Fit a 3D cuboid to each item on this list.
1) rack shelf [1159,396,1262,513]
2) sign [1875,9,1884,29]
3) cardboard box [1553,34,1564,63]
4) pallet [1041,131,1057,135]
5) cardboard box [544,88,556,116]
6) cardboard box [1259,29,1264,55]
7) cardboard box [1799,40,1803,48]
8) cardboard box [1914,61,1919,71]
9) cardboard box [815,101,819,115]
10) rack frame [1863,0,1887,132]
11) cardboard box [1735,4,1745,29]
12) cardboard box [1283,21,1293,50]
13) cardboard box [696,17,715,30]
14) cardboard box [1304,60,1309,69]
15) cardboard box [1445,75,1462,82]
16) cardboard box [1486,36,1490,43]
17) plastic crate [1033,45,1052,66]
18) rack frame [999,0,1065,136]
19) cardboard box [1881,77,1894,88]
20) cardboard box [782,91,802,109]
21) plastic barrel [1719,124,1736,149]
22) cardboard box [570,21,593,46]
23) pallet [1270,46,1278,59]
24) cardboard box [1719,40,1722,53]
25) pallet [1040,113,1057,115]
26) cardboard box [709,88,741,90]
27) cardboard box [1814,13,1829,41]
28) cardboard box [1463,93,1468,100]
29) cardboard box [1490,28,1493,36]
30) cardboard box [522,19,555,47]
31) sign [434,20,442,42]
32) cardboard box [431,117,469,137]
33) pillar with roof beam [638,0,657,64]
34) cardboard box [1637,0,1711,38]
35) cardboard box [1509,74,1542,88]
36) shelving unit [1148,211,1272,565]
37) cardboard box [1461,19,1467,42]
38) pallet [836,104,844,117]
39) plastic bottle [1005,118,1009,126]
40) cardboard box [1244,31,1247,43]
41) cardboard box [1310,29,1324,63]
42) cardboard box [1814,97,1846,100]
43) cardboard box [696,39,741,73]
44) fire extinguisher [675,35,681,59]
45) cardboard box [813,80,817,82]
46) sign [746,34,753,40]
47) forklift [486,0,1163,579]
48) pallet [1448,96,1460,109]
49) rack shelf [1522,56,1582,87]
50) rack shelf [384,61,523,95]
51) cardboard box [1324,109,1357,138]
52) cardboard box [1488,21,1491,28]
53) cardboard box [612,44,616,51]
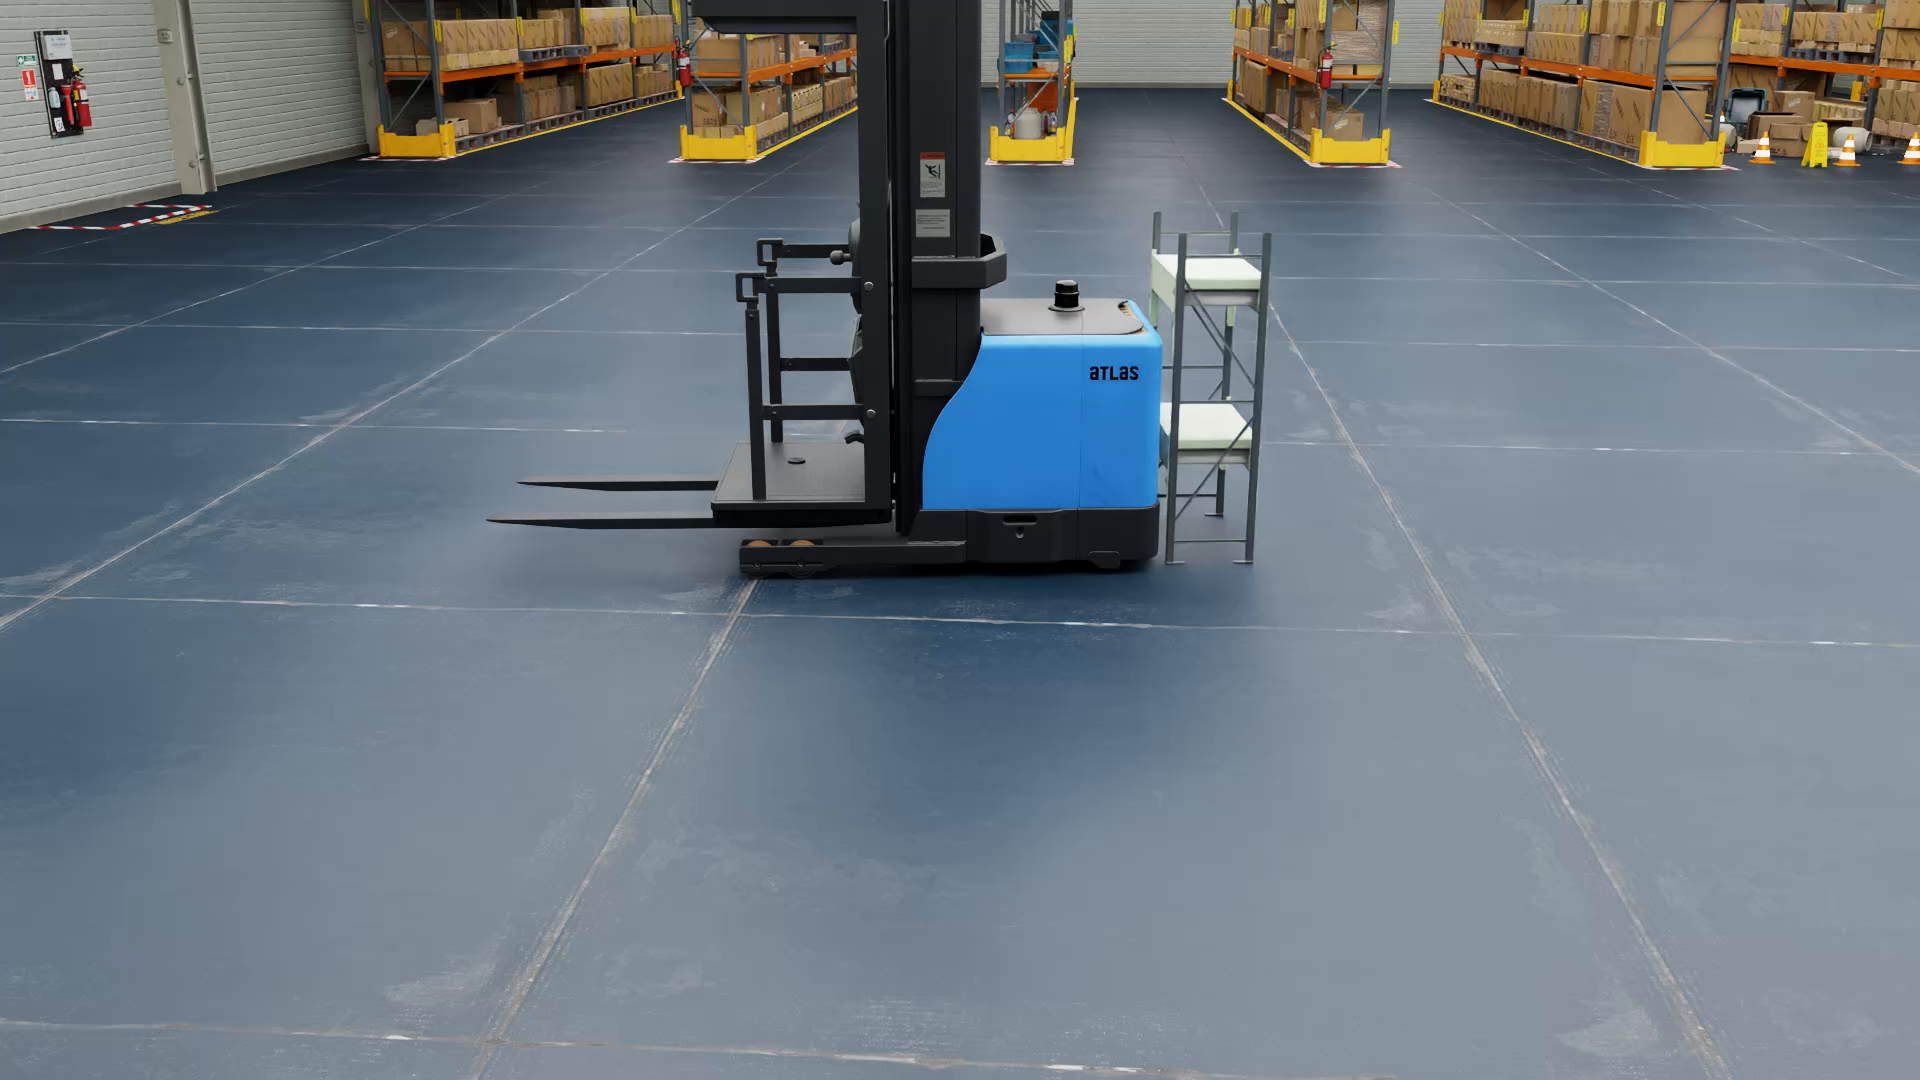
[{"bbox_3d":[1.125,-0.410,7.814,0.431,0.370,0.720,-1,18,-2],"label":"rack shelf"},{"bbox_3d":[15.664,-8.876,28.335,0.100,0.325,0.005,1,18,4],"label":"sign"},{"bbox_3d":[11.116,-8.923,30.178,0.500,0.500,0.500,1,18,4],"label":"cardboard box"},{"bbox_3d":[1.303,-7.114,29.294,1.003,0.211,1.213,1,18,4],"label":"pallet"},{"bbox_3d":[-8.362,-8.594,32.641,0.700,0.500,0.500,1,18,4],"label":"cardboard box"},{"bbox_3d":[6.484,-10.301,34.381,0.500,0.500,0.500,1,18,2],"label":"cardboard box"},{"bbox_3d":[16.242,-9.453,31.685,0.380,0.149,0.250,0,18,1],"label":"cardboard box"},{"bbox_3d":[15.774,-7.708,27.032,0.380,0.149,0.250,1,18,4],"label":"cardboard box"},{"bbox_3d":[-3.088,-8.564,32.985,0.500,0.250,0.500,1,18,3],"label":"cardboard box"},{"bbox_3d":[16.218,-8.315,28.481,1.000,3.000,0.127,1,18,4],"label":"rack frame"},{"bbox_3d":[16.426,-10.877,34.536,0.500,0.500,0.500,1,18,3],"label":"cardboard box"},{"bbox_3d":[6.365,-9.325,30.724,0.797,0.503,0.637,3,18,10],"label":"cardboard box"},{"bbox_3d":[-3.784,-8.341,26.318,0.700,0.500,0.500,1,18,4],"label":"cardboard box"},{"bbox_3d":[5.924,-7.890,27.589,0.380,0.149,0.250,1,18,4],"label":"cardboard box"},{"bbox_3d":[11.711,-10.929,39.409,0.380,0.149,0.250,1,18,4],"label":"cardboard box"},{"bbox_3d":[11.287,-10.526,34.958,0.380,0.149,0.250,0,18,1],"label":"cardboard box"},{"bbox_3d":[1.229,-8.457,29.016,0.767,0.338,0.504,1,18,4],"label":"plastic crate"},{"bbox_3d":[1.106,-7.404,25.702,1.000,3.000,0.127,1,18,4],"label":"rack frame"},{"bbox_3d":[21.791,-10.491,38.464,0.700,0.500,0.500,2,18,6],"label":"cardboard box"},{"bbox_3d":[-3.228,-8.196,30.959,0.500,0.311,0.500,1,18,3],"label":"cardboard box"},{"bbox_3d":[12.722,-6.783,27.944,0.512,0.421,0.421,17,25,41],"label":"plastic barrel"},{"bbox_3d":[-7.912,-10.454,34.338,0.500,0.500,0.500,2,18,6],"label":"cardboard box"},{"bbox_3d":[6.675,-9.463,32.295,1.213,0.211,1.003,1,18,4],"label":"pallet"},{"bbox_3d":[16.496,-10.597,35.688,0.500,0.250,0.500,1,18,3],"label":"cardboard box"},{"bbox_3d":[1.585,-8.324,32.988,1.003,0.211,1.213,1,18,4],"label":"pallet"},{"bbox_3d":[-3.998,-7.405,28.241,0.500,0.500,0.500,1,18,4],"label":"cardboard box"},{"bbox_3d":[16.180,-9.484,30.736,0.500,0.500,0.500,2,18,5],"label":"cardboard box"},{"bbox_3d":[11.592,-10.015,37.574,0.380,0.149,0.250,1,18,2],"label":"cardboard box"},{"bbox_3d":[11.271,-10.580,34.647,0.380,0.149,0.250,1,18,3],"label":"cardboard box"},{"bbox_3d":[-8.293,-9.833,32.247,0.700,0.500,0.500,1,18,4],"label":"cardboard box"},{"bbox_3d":[-8.234,-8.025,26.206,0.100,0.325,0.005,1,18,4],"label":"sign"},{"bbox_3d":[-8.595,-6.947,27.917,0.500,0.311,0.500,3,18,8],"label":"cardboard box"},{"bbox_3d":[-4.004,-16.207,42.933,9.100,9.000,0.400,1,18,4],"label":"pillar with roof beam"},{"bbox_3d":[10.999,-8.023,25.616,0.875,0.550,0.550,1,18,4],"label":"cardboard box"},{"bbox_3d":[11.347,-9.223,33.387,0.500,0.250,0.500,1,18,3],"label":"cardboard box"},{"bbox_3d":[1.125,-0.720,7.712,0.431,1.500,0.755,-1,18,-2],"label":"shelving unit"},{"bbox_3d":[11.675,-11.540,37.685,0.500,0.500,0.500,1,18,4],"label":"cardboard box"},{"bbox_3d":[-3.079,-9.284,35.919,1.003,0.211,1.213,1,18,4],"label":"pallet"},{"bbox_3d":[0.791,-6.939,27.939,0.061,0.283,0.133,2,18,5],"label":"plastic bottle"},{"bbox_3d":[6.711,-11.394,37.643,0.500,0.250,0.500,2,18,6],"label":"cardboard box"},{"bbox_3d":[6.029,-7.811,26.305,0.875,0.500,0.500,1,18,4],"label":"cardboard box"},{"bbox_3d":[16.454,-8.333,32.081,0.950,0.372,0.625,0,18,0],"label":"cardboard box"},{"bbox_3d":[-3.788,-7.708,26.469,0.700,0.500,0.500,1,18,4],"label":"cardboard box"},{"bbox_3d":[-7.157,-12.417,41.724,0.296,0.674,0.183,1,18,4],"label":"fire extinguisher"},{"bbox_3d":[-3.359,-9.641,35.838,0.500,0.500,0.500,1,18,2],"label":"cardboard box"},{"bbox_3d":[-3.281,-7.951,25.853,0.100,0.325,0.005,1,18,4],"label":"sign"},{"bbox_3d":[-0.630,-1.388,7.452,3.031,2.935,1.130,0,18,-1],"label":"forklift"},{"bbox_3d":[11.944,-10.143,38.538,1.003,0.211,1.213,1,18,4],"label":"pallet"},{"bbox_3d":[11.417,-8.673,30.730,1.077,0.370,4.000,1,18,4],"label":"rack shelf"},{"bbox_3d":[-8.632,-7.905,28.385,1.077,0.370,4.000,1,18,4],"label":"rack shelf"},{"bbox_3d":[6.117,-6.685,26.848,0.500,0.500,0.500,6,19,18],"label":"cardboard box"},{"bbox_3d":[11.287,-10.806,34.858,0.380,0.149,0.250,1,18,3],"label":"cardboard box"},{"bbox_3d":[-7.759,-10.815,36.483,0.380,0.149,0.250,1,18,4],"label":"cardboard box"}]
